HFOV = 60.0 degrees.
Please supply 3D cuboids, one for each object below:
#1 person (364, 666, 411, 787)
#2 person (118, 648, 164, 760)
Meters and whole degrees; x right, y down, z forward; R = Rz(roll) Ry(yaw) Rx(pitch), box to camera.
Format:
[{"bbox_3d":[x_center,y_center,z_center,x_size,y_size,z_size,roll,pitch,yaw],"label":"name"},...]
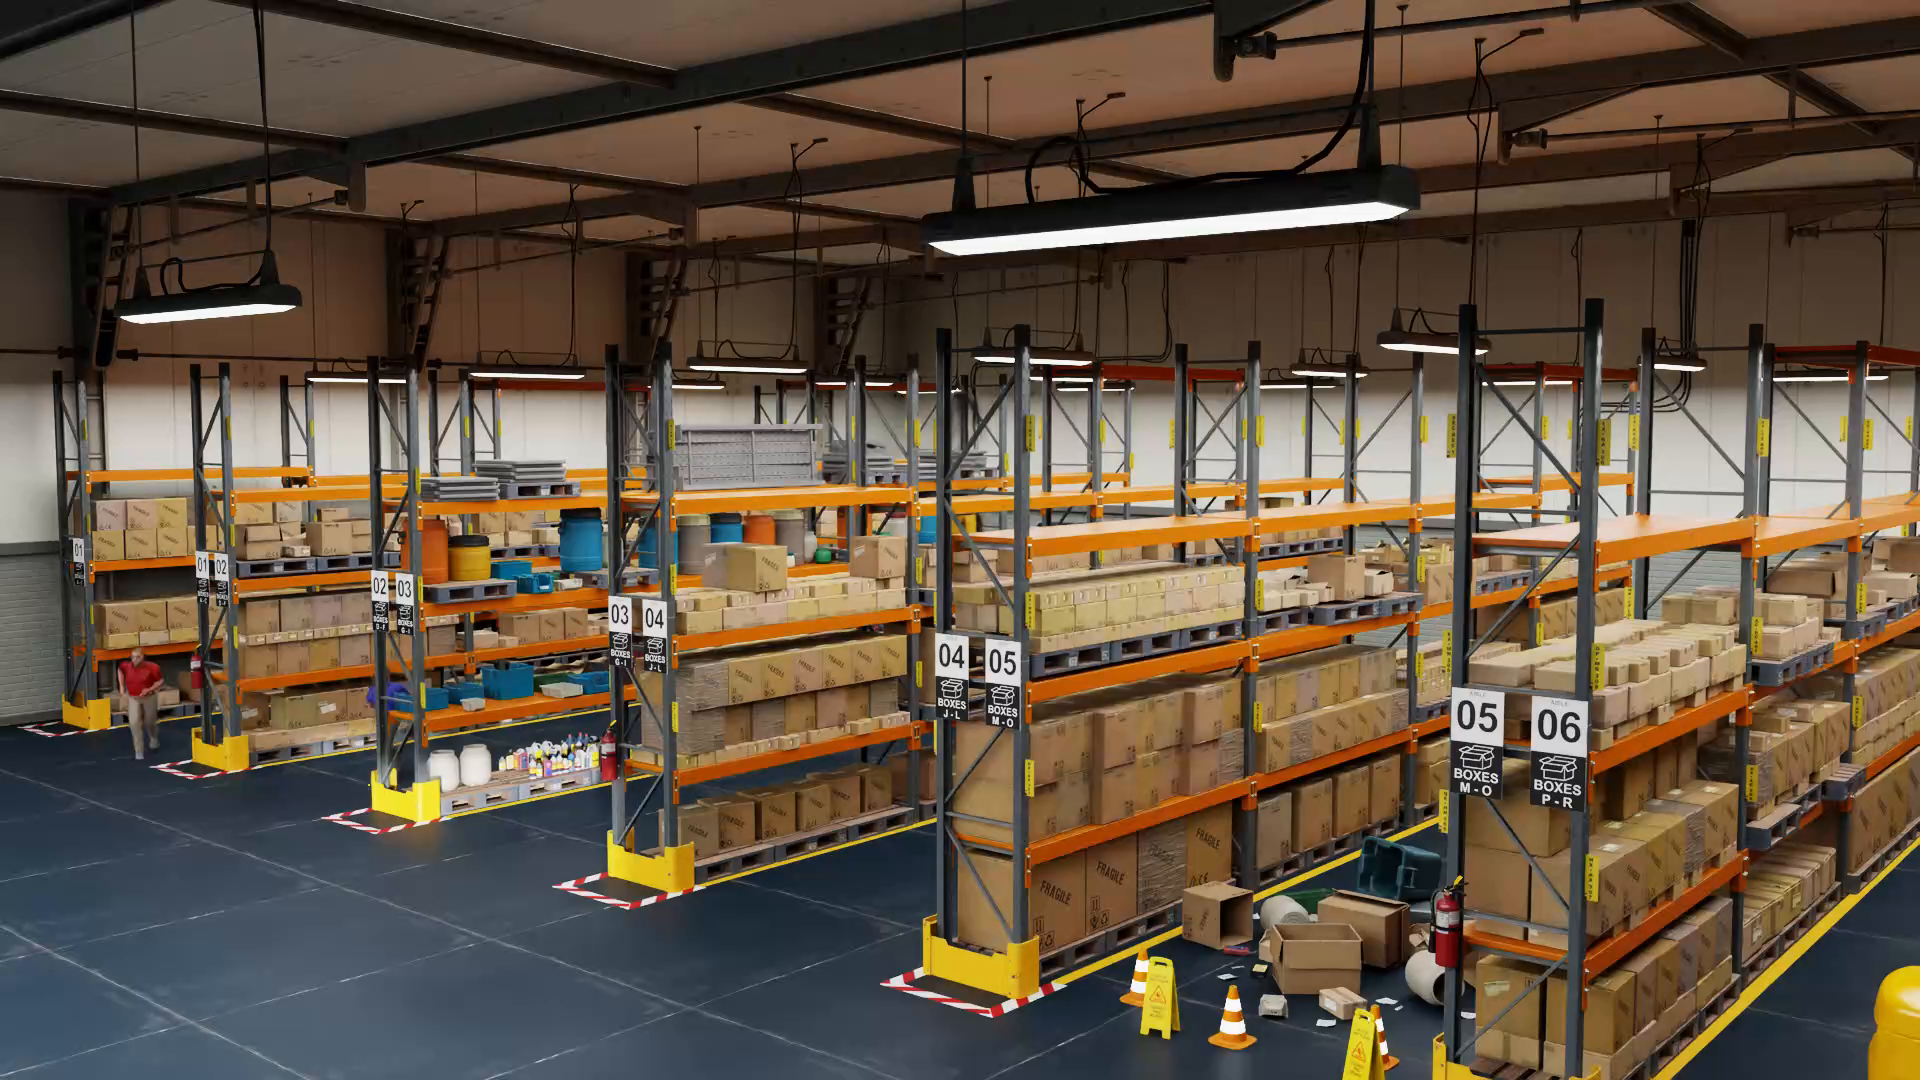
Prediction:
[{"bbox_3d":[-8.155,2.605,23.667,0.566,1.663,0.929,1,4,11],"label":"person"},{"bbox_3d":[-12.603,2.515,25.649,0.702,1.761,0.959,-1,4,-12],"label":"person"}]
